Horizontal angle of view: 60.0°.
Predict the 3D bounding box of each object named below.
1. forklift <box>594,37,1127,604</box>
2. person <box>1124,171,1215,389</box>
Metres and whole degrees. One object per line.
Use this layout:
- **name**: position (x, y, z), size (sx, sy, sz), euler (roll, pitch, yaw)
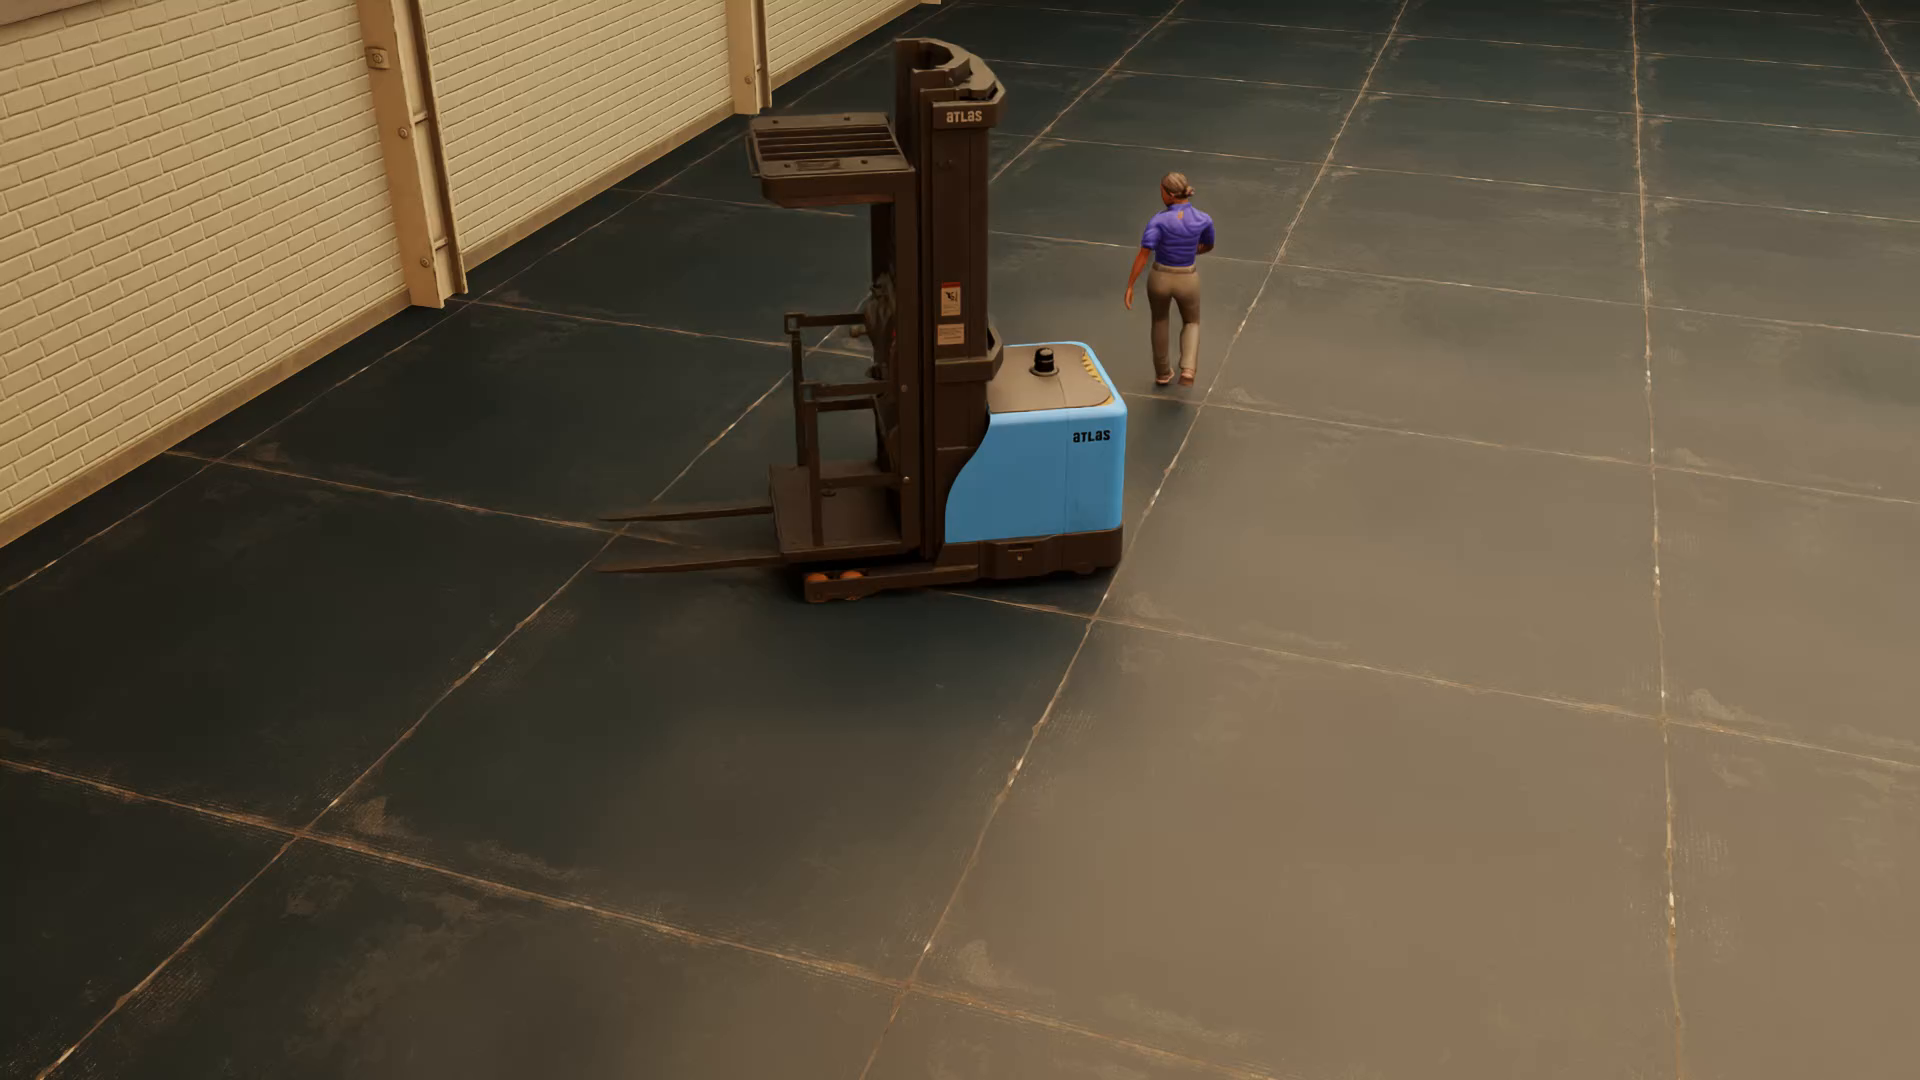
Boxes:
- **forklift**: position (-0.618, -1.194, 9.232), size (3.031, 2.935, 1.130), euler (-5, 30, -8)
- **person**: position (1.463, -1.813, 11.673), size (0.600, 1.603, 0.603), euler (4, 30, 6)
